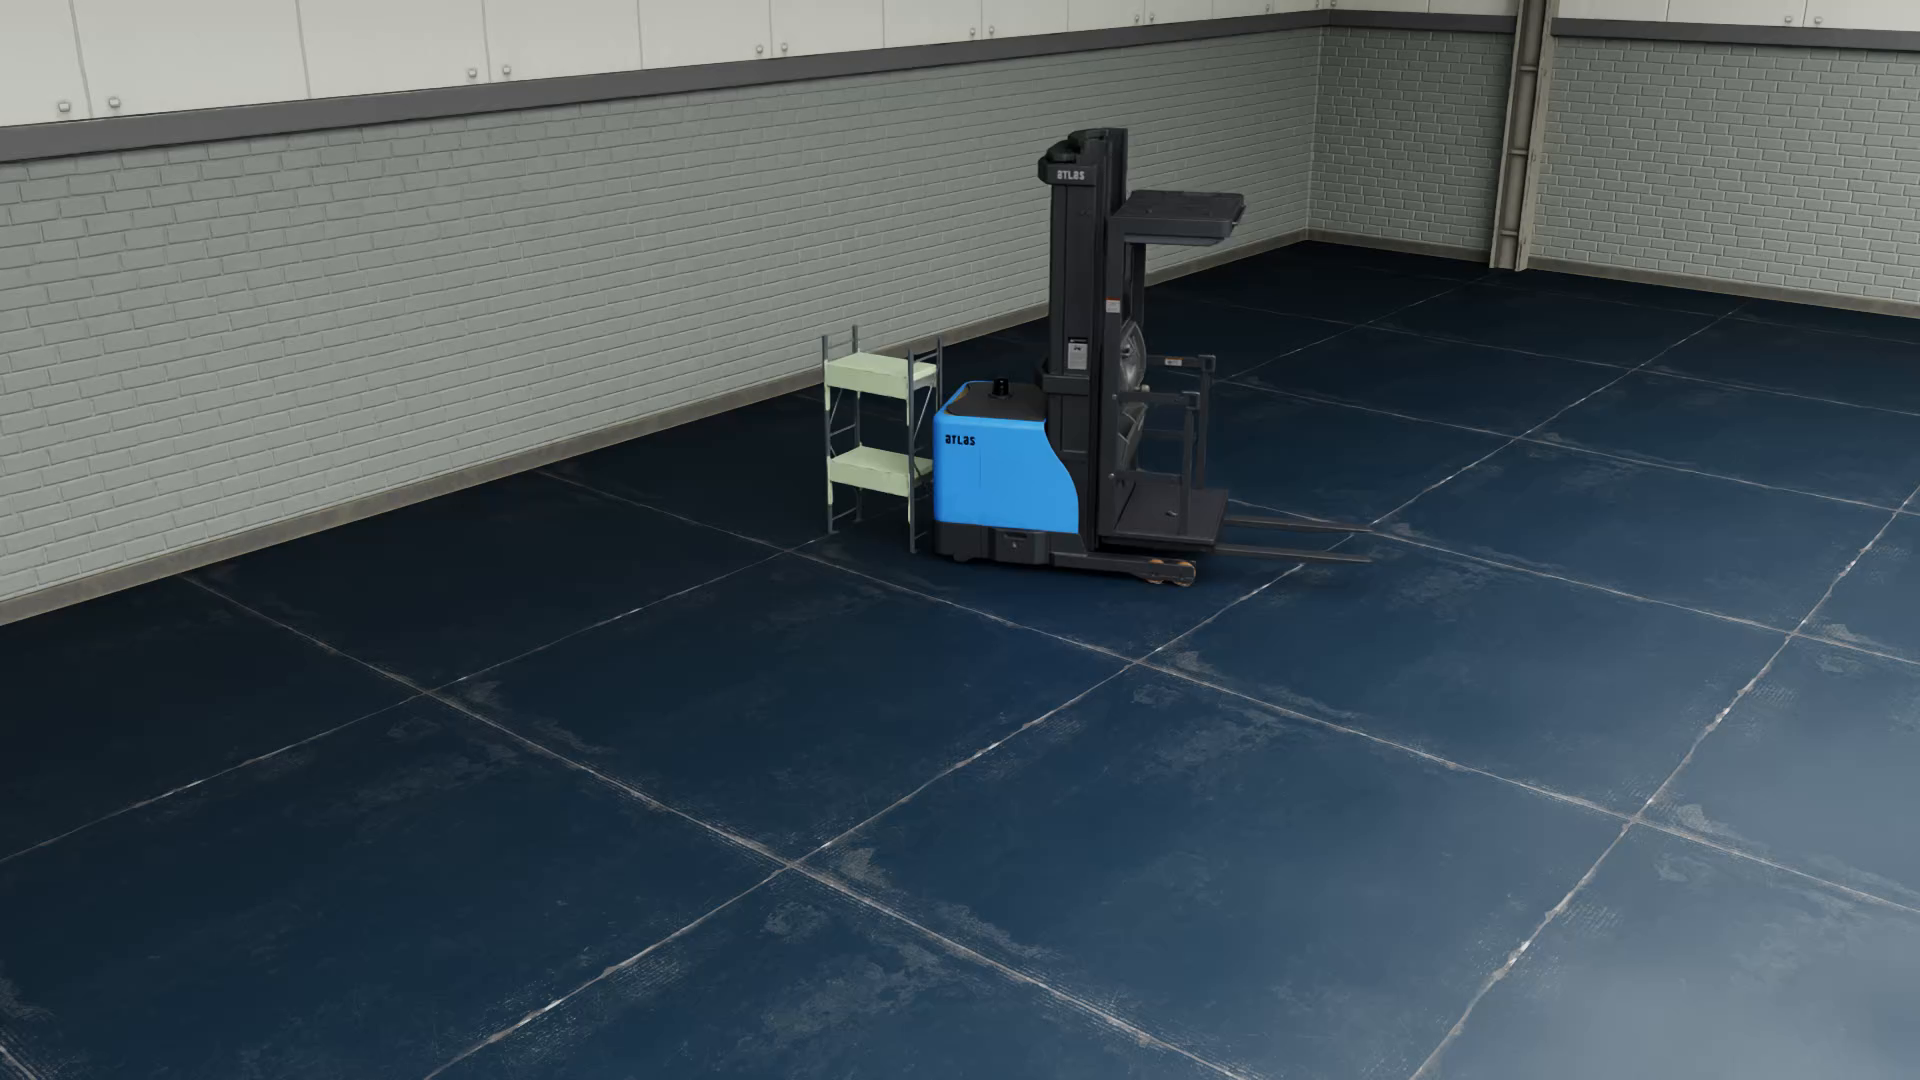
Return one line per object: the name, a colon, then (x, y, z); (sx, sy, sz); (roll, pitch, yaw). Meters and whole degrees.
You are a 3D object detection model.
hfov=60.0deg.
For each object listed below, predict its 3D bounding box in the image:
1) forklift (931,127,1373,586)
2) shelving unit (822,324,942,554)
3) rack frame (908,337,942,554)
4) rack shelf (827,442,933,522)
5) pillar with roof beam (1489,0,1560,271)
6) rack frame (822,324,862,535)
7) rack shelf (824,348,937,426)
forklift: (1.371, -1.262, 11.361); (3.031, 2.935, 1.130); (5, 21, 13)
shelving unit: (-0.552, -0.732, 11.984); (0.755, 1.500, 0.431); (13, 24, 30)
rack frame: (-0.243, -0.663, 11.800); (0.023, 1.500, 0.400); (13, 24, 30)
rack shelf: (-0.552, -0.427, 12.099); (0.720, 0.370, 0.431); (13, 24, 30)
pillar with roof beam: (4.371, -6.558, 16.806); (0.400, 9.000, 9.100); (16, 26, 36)
rack frame: (-0.861, -0.801, 12.167); (0.023, 1.500, 0.400); (13, 24, 30)
rack shelf: (-0.552, -1.097, 11.846); (0.720, 0.370, 0.431); (13, 24, 30)
